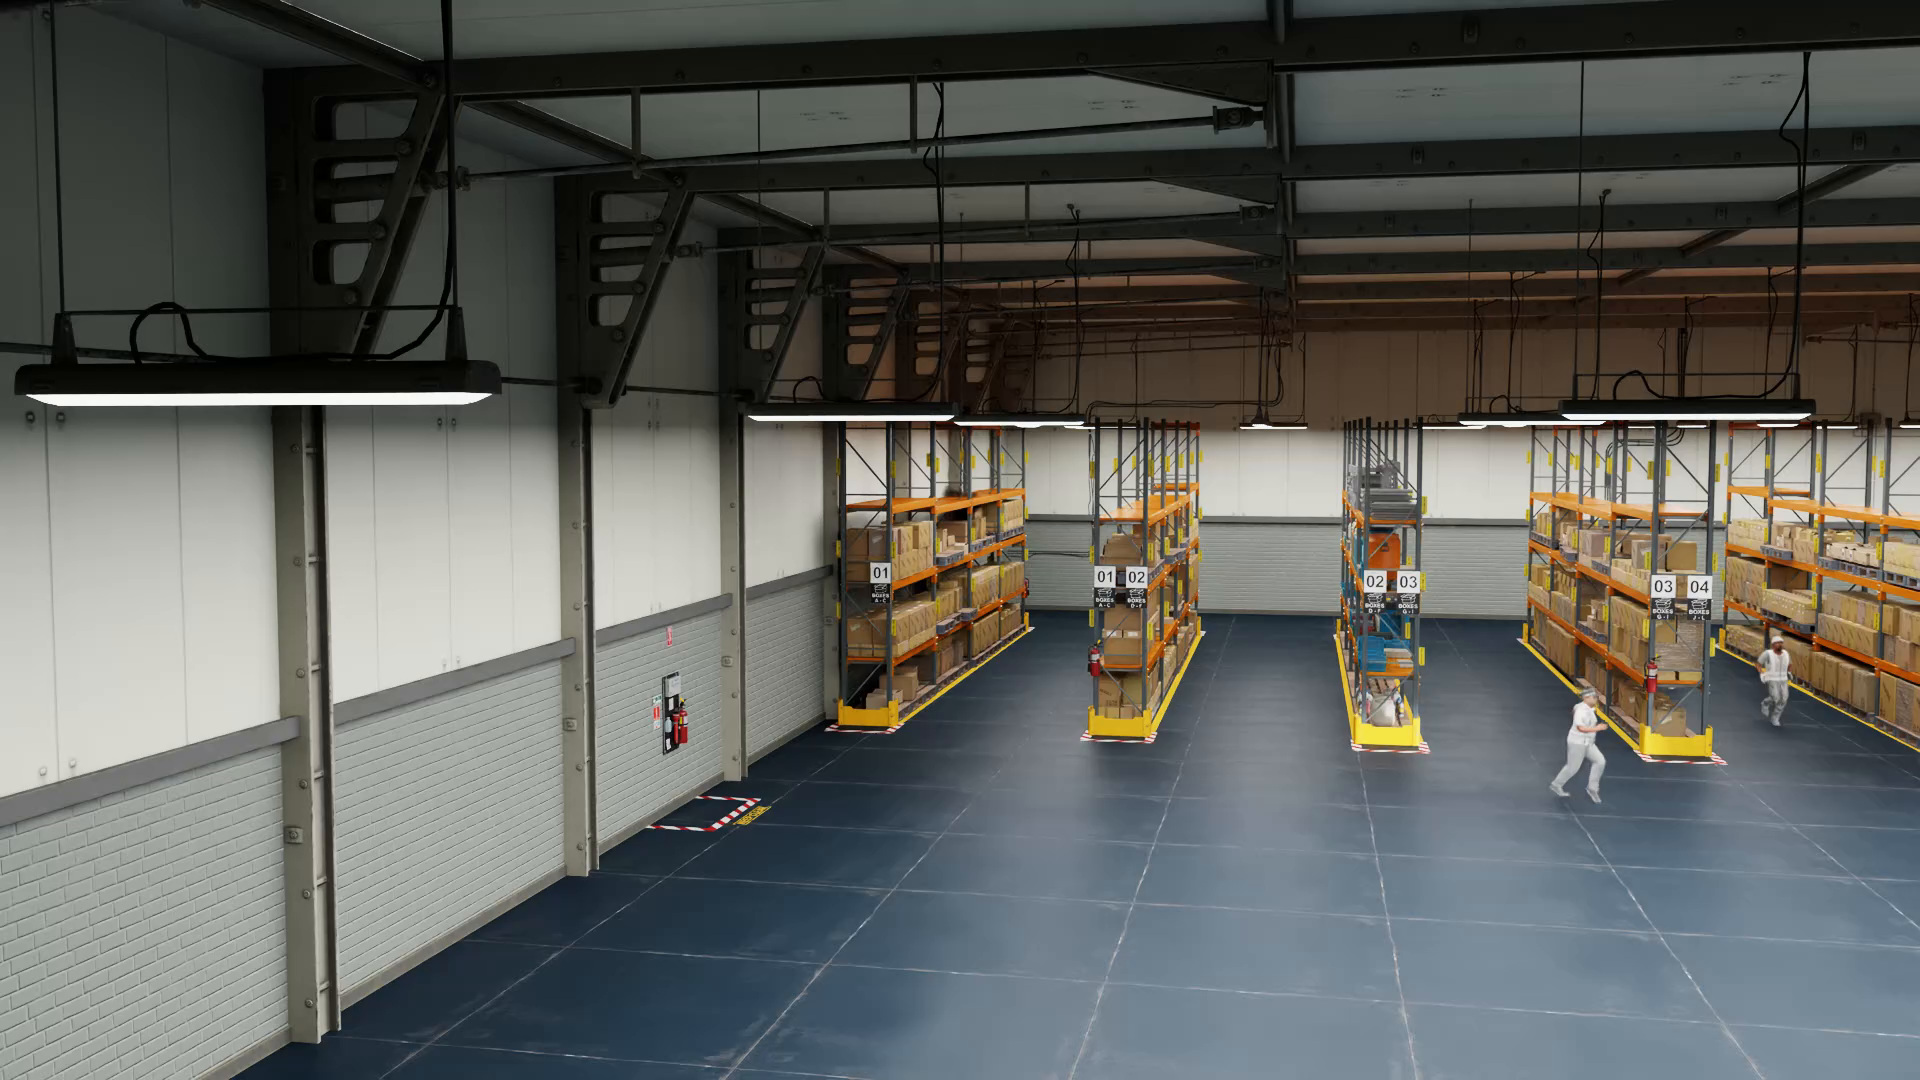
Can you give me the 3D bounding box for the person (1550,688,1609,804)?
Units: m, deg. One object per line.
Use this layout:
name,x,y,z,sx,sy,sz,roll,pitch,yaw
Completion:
person,9.614,3.179,25.793,0.876,1.830,0.687,3,5,37

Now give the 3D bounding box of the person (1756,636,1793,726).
person,15.993,2.753,32.593,0.699,1.744,0.596,0,4,-3

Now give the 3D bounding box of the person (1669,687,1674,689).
person,15.930,2.453,37.106,0.716,1.741,0.572,1,4,17
